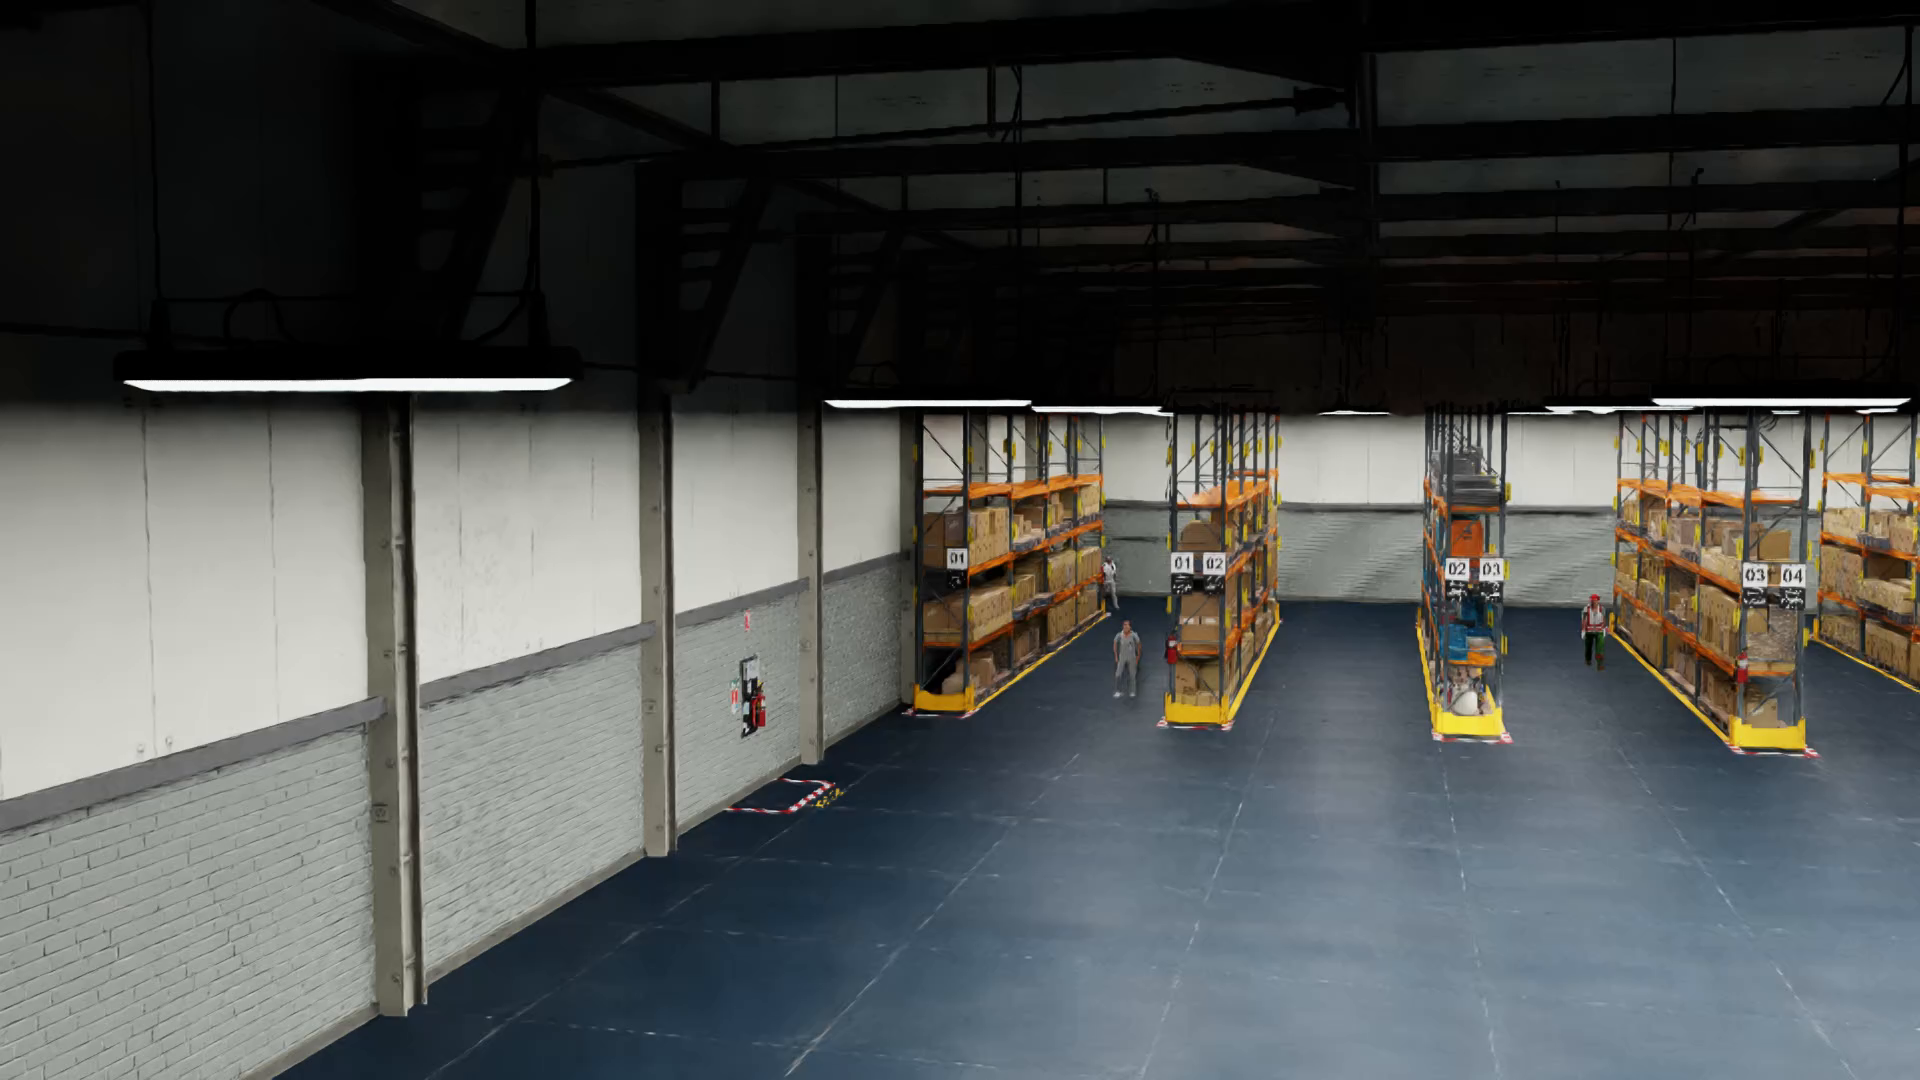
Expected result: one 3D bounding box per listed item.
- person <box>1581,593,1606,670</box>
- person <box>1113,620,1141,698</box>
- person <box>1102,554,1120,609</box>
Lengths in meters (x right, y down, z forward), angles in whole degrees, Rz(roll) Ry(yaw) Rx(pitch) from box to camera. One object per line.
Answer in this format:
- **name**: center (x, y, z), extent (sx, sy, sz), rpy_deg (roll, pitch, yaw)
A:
- **person**: center (14.412, 2.061, 37.824), extent (0.553, 1.709, 1.123), rpy_deg (1, 4, 16)
- **person**: center (3.409, 2.416, 33.928), extent (0.580, 1.619, 0.507), rpy_deg (1, 4, 12)
- **person**: center (4.395, 1.231, 49.614), extent (0.543, 1.647, 0.911), rpy_deg (-1, 4, -13)
